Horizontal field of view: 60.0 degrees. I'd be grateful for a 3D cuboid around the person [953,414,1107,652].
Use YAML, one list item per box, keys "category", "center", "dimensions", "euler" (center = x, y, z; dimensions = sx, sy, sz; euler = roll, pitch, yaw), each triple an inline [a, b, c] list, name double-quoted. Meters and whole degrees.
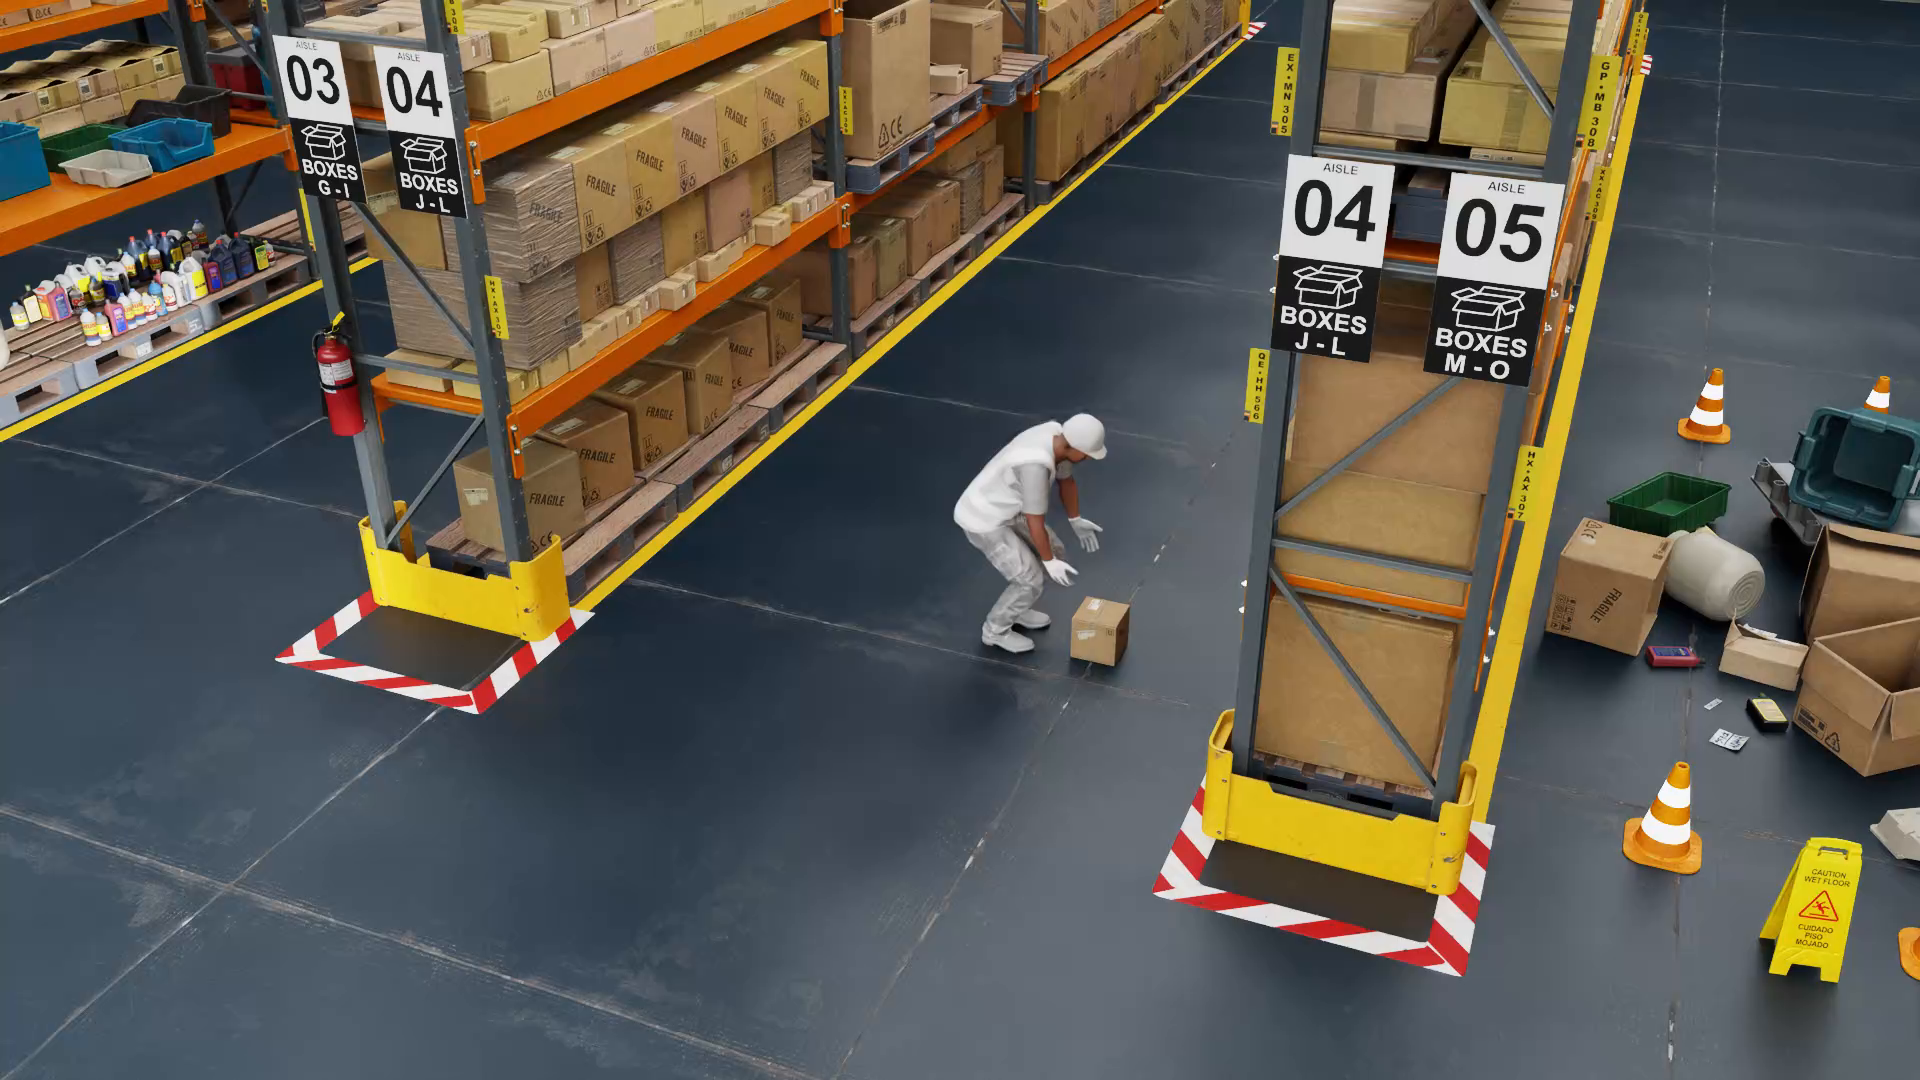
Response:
- category: "person"
  center: [0.383, -0.093, 8.958]
  dimensions: [0.789, 1.380, 0.613]
  euler: [11, 31, 19]
